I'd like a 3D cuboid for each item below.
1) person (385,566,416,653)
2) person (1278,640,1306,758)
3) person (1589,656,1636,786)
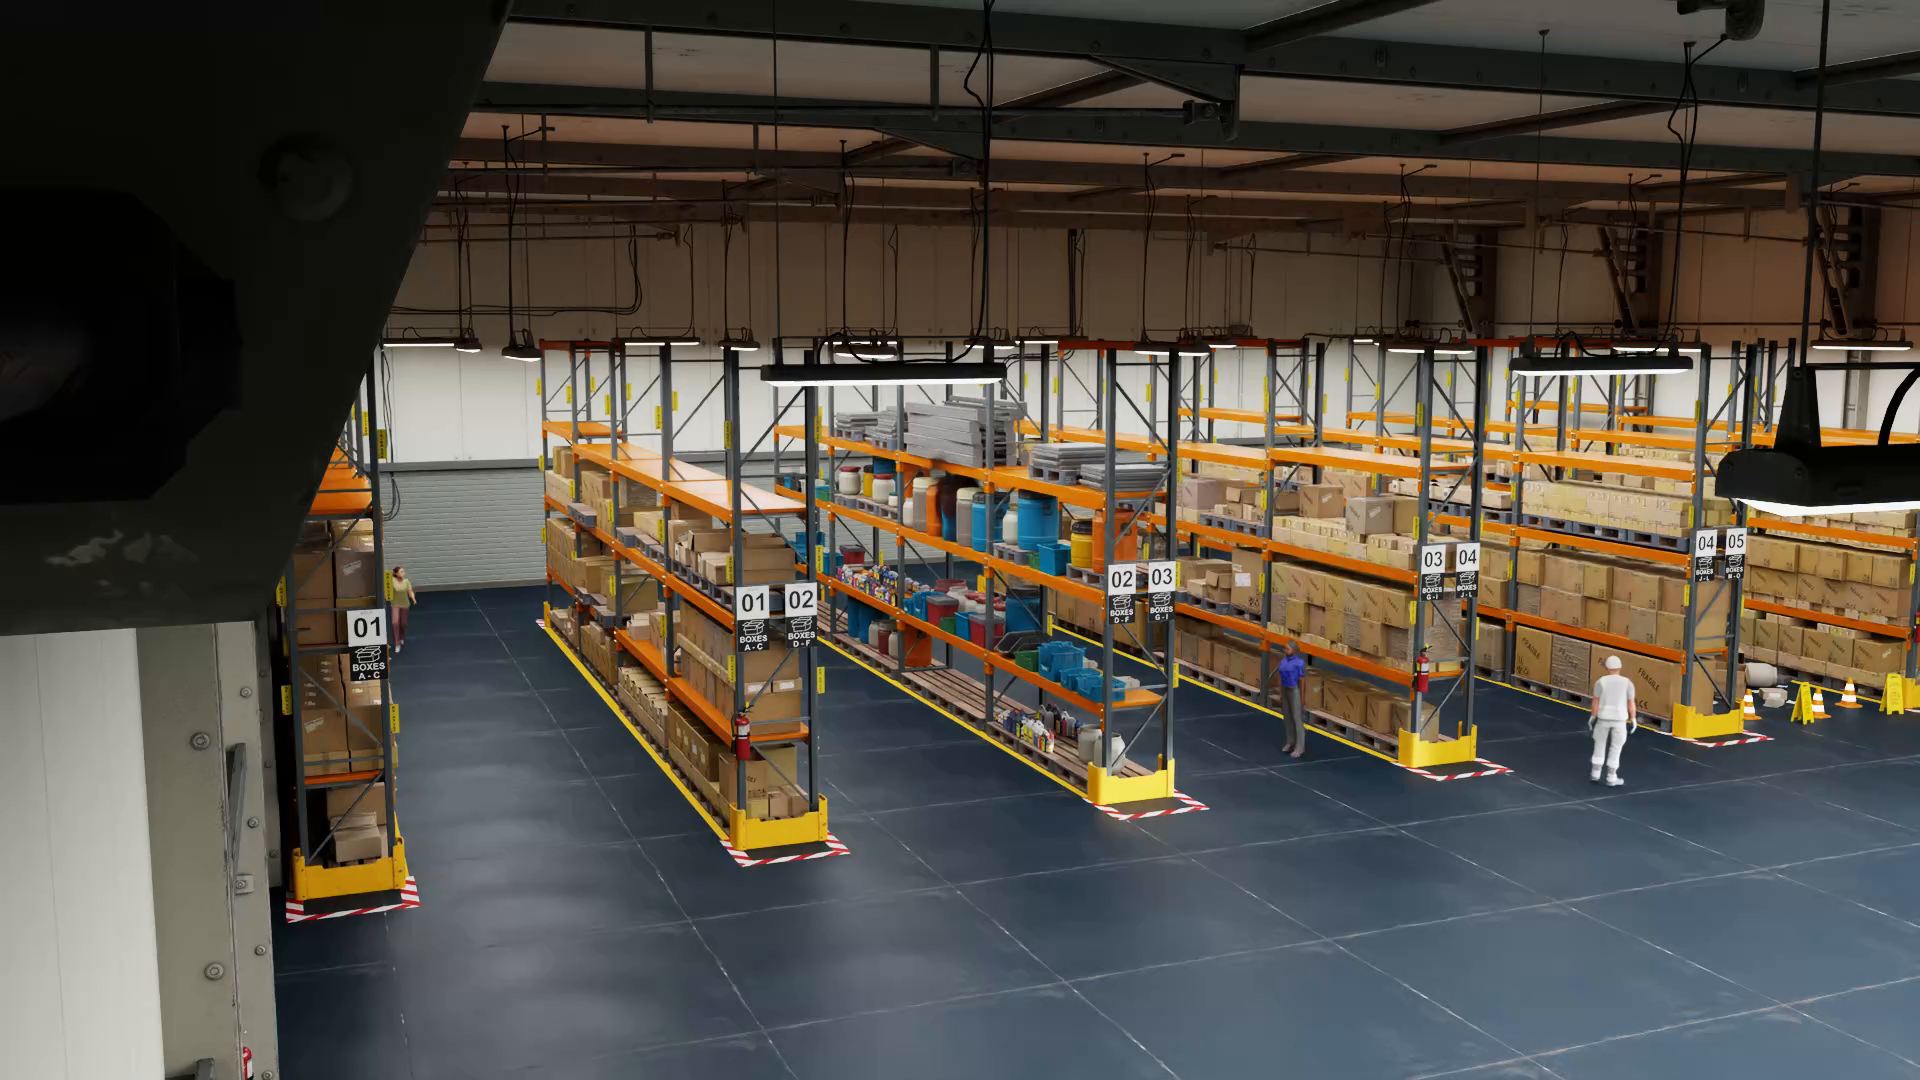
[{"bbox_3d":[-10.945,1.318,32.461,0.615,1.650,0.973,-3,8,-21],"label":"person"},{"bbox_3d":[4.900,2.327,24.581,0.393,1.677,0.584,-4,9,-30],"label":"person"},{"bbox_3d":[9.011,2.474,22.947,0.609,1.803,0.510,4,8,25],"label":"person"}]
